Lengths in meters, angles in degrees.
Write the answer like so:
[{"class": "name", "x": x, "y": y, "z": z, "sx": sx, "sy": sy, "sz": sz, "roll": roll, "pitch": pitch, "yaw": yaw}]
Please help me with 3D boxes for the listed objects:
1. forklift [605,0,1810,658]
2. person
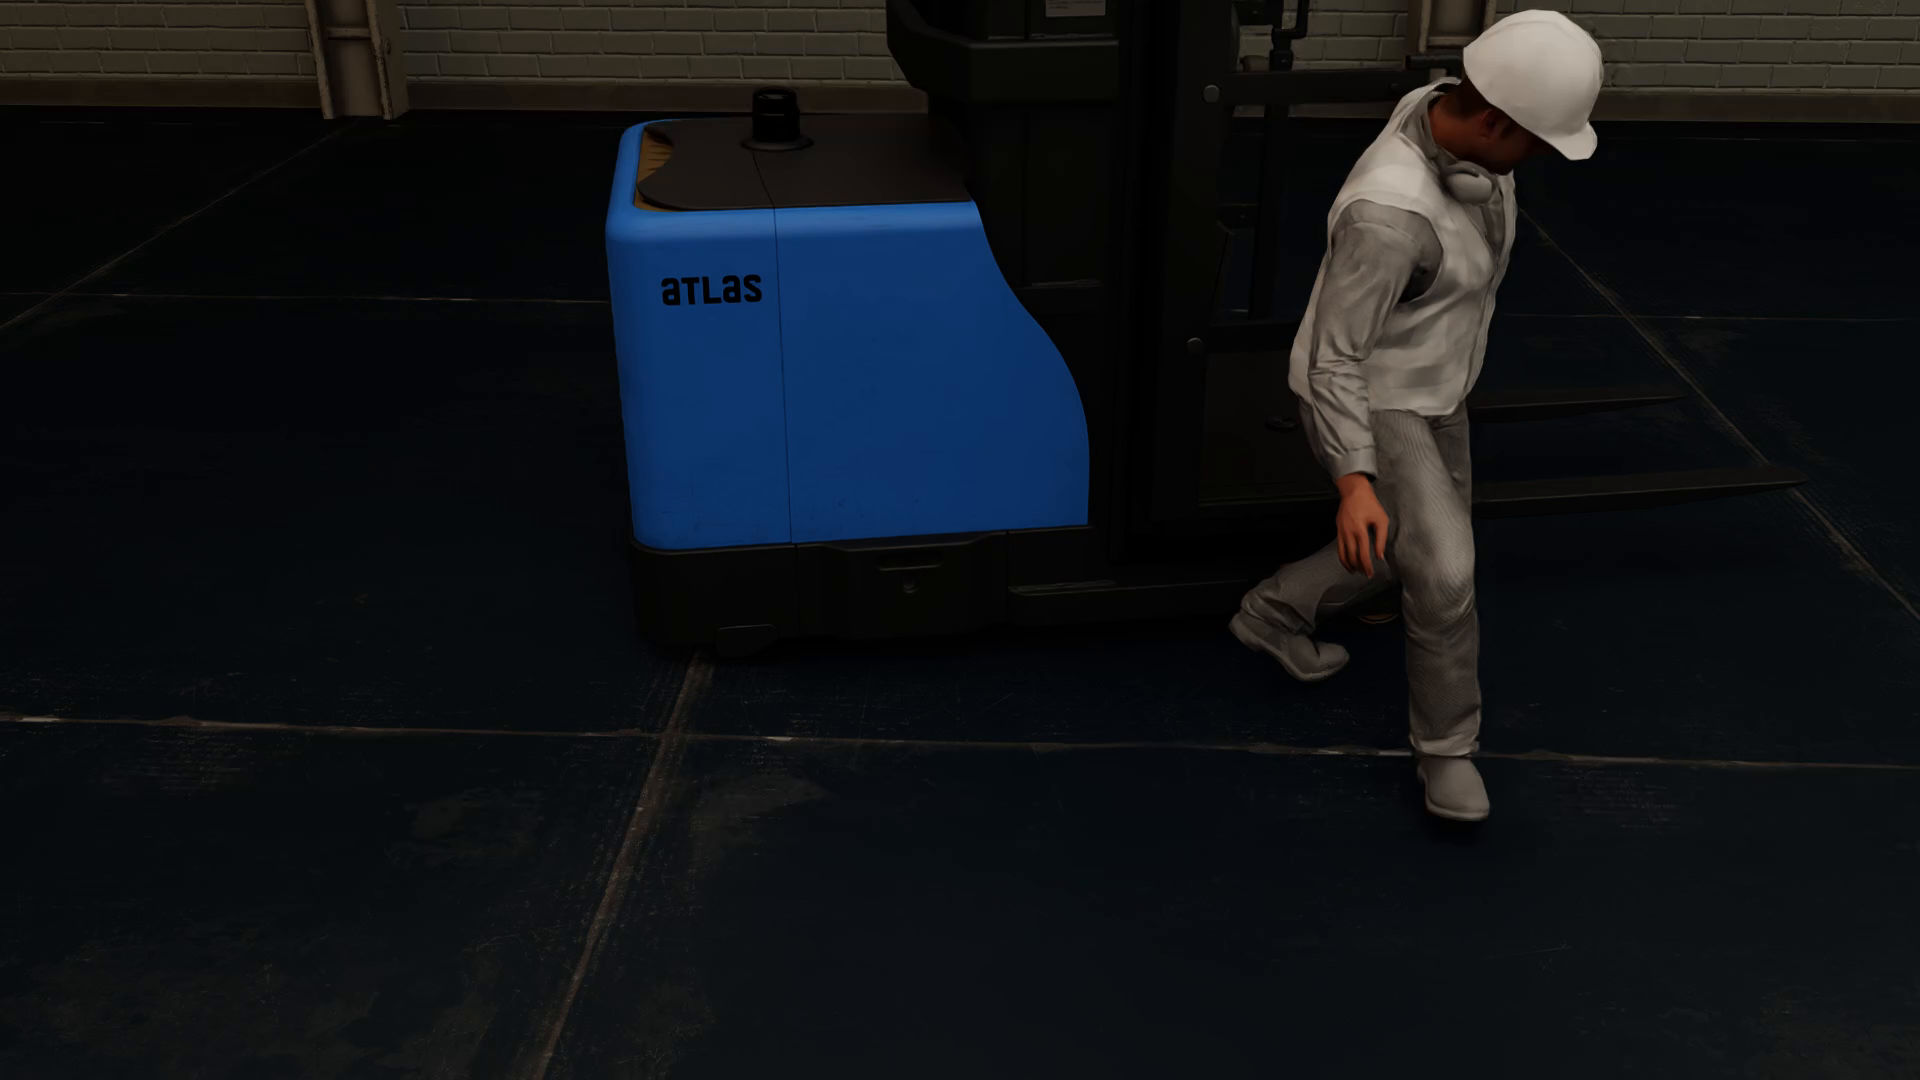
[{"class": "forklift", "x": 0.675, "y": -1.323, "z": 3.891, "sx": 3.031, "sy": 2.935, "sz": 1.130, "roll": -4, "pitch": 26, "yaw": -7}, {"class": "person", "x": 0.982, "y": -0.327, "z": 3.434, "sx": 0.702, "sy": 1.559, "sz": 1.160, "roll": 17, "pitch": 31, "yaw": 31}]
